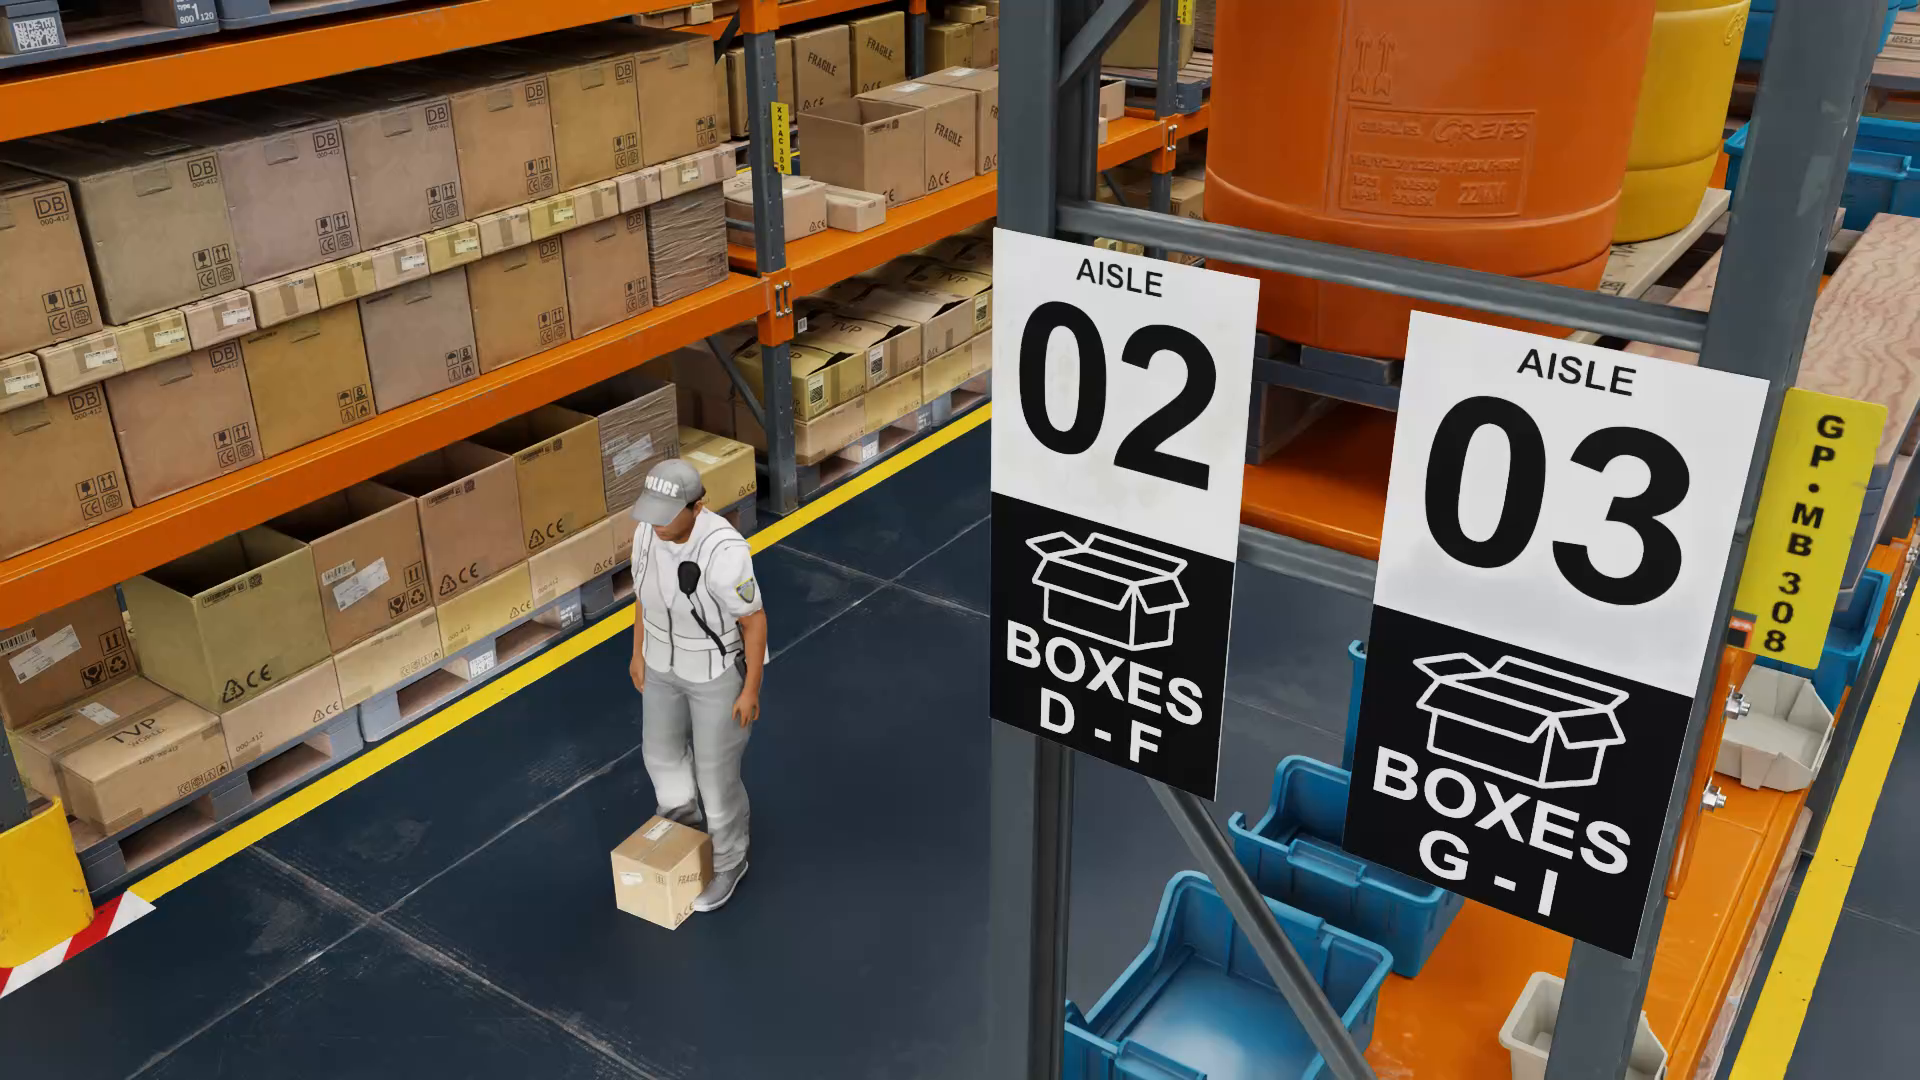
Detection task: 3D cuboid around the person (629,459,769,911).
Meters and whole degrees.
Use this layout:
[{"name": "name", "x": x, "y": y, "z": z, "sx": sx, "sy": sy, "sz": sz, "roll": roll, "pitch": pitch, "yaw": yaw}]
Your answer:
[{"name": "person", "x": -0.921, "y": 0.461, "z": 5.709, "sx": 0.564, "sy": 1.666, "sz": 0.468, "roll": 15, "pitch": 31, "yaw": 27}]
